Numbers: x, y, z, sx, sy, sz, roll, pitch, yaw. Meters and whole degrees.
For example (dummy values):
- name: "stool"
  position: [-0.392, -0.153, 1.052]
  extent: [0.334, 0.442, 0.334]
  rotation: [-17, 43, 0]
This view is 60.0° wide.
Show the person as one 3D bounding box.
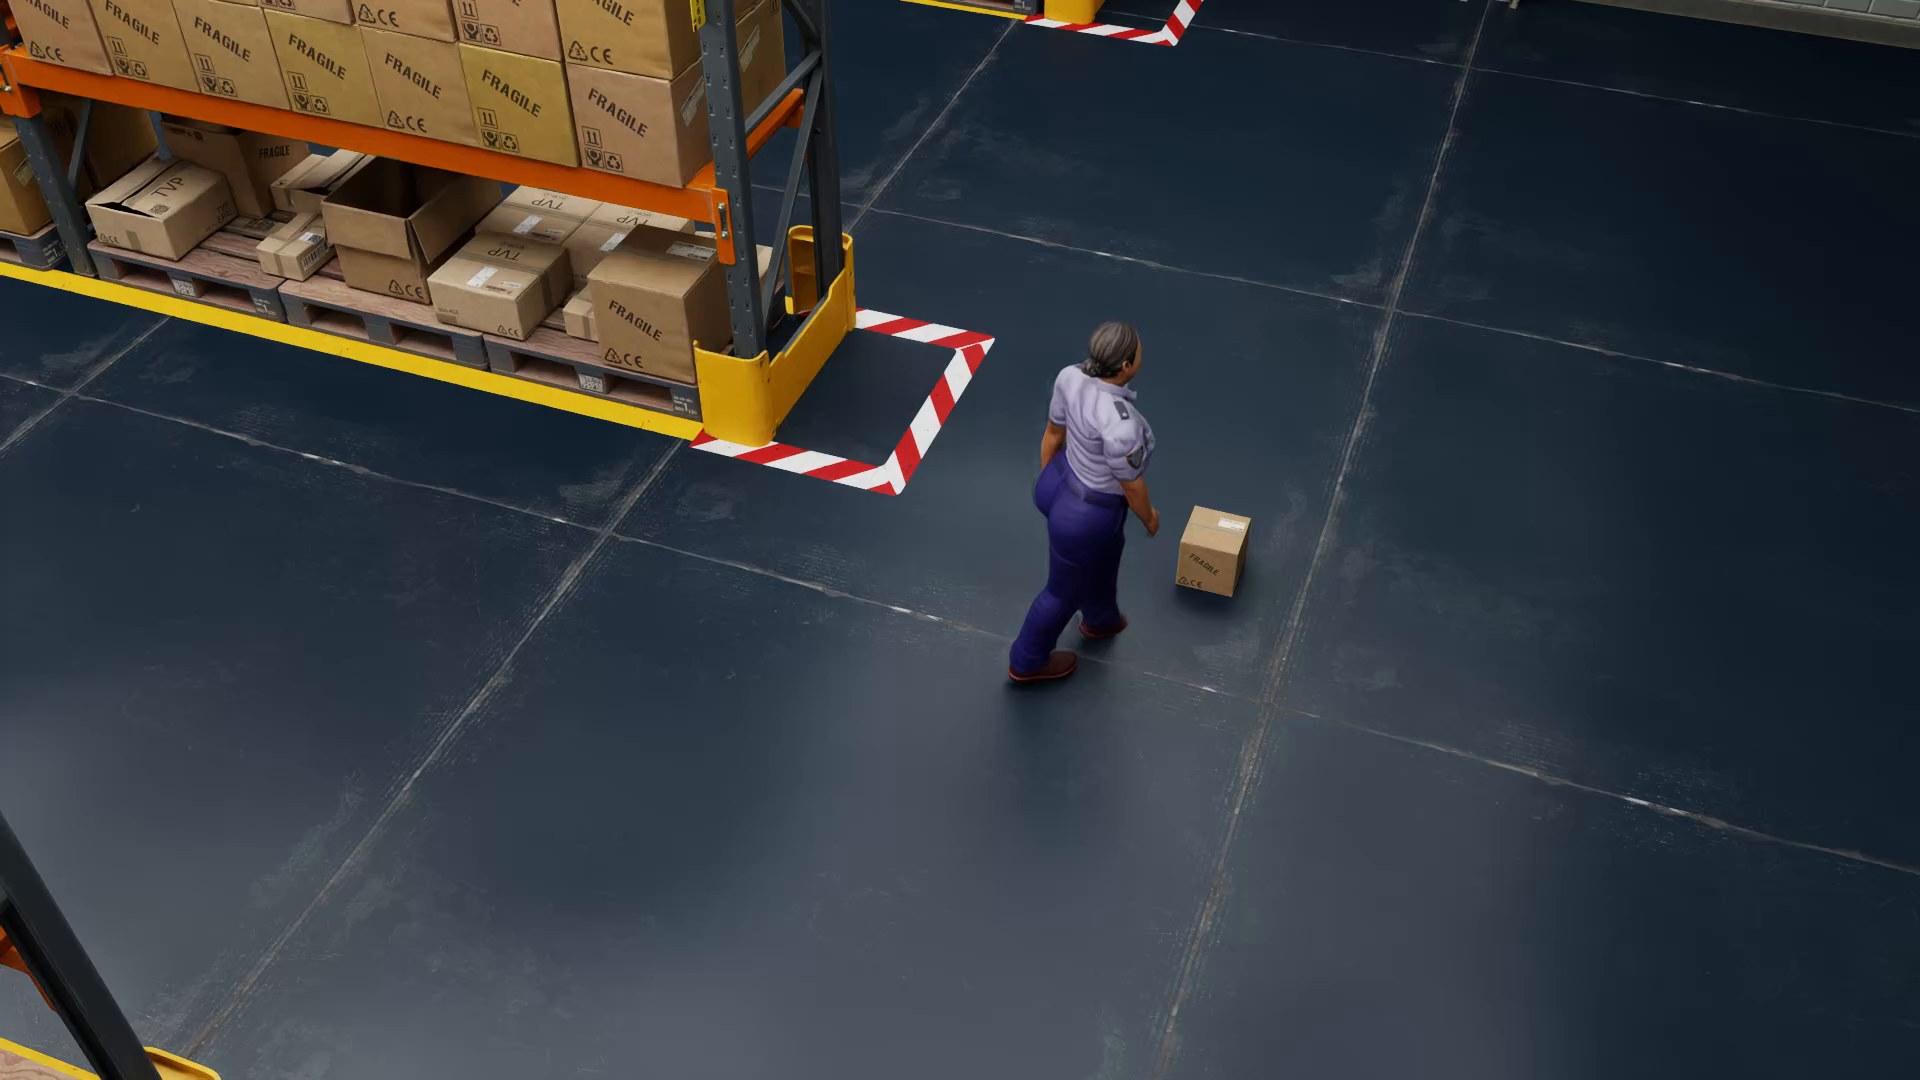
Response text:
- name: "person"
  position: [0.482, -0.104, 6.329]
  extent: [0.635, 1.695, 0.487]
  rotation: [-12, 43, -14]
